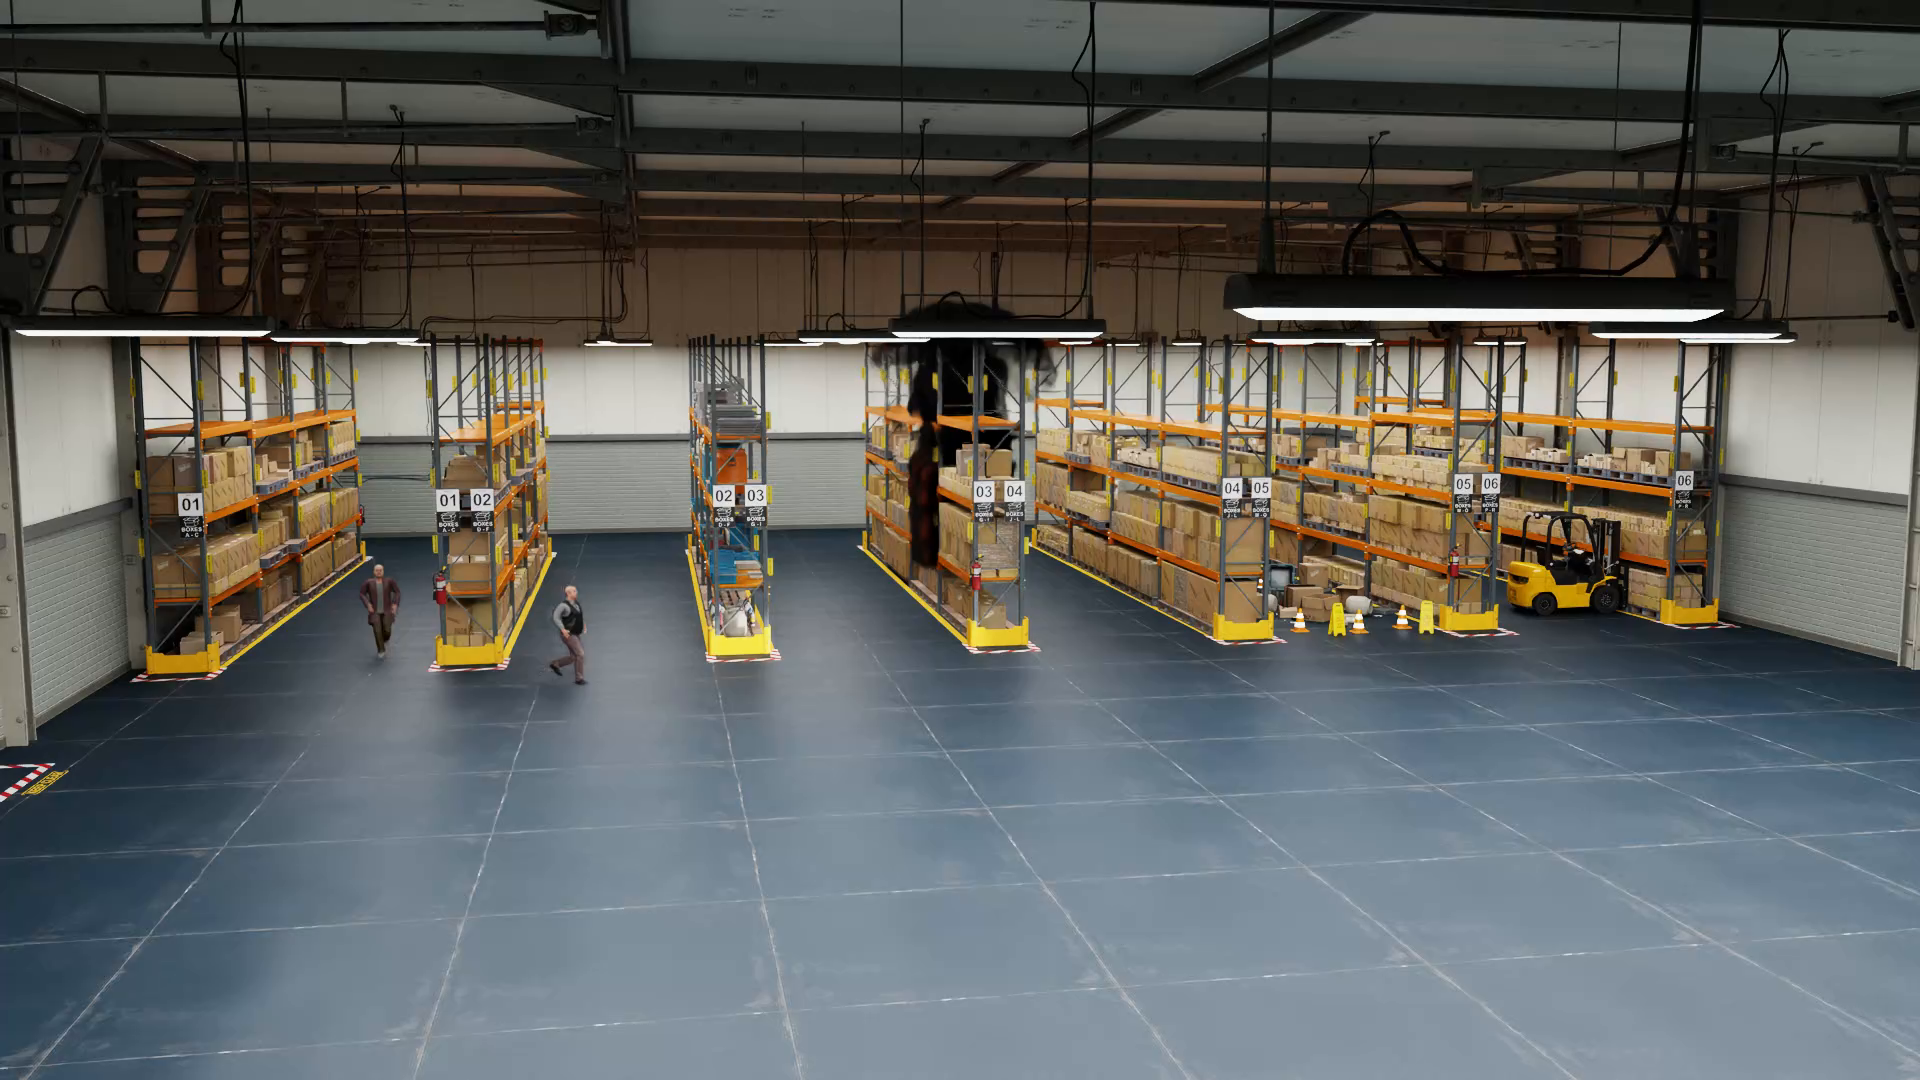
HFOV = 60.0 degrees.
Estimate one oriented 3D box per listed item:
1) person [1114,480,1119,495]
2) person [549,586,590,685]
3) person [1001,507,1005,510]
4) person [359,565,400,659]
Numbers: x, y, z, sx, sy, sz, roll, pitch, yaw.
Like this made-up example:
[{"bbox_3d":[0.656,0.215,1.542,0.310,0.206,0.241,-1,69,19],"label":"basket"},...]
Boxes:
[{"bbox_3d":[4.718,-0.902,50.293,0.778,1.843,0.627,-1,7,-8],"label":"person"},{"bbox_3d":[-6.726,1.647,28.526,0.812,1.739,0.679,2,7,15],"label":"person"},{"bbox_3d":[1.422,-0.375,45.758,0.686,1.743,0.669,0,7,-2],"label":"person"},{"bbox_3d":[-10.805,1.318,31.024,0.721,1.743,0.668,-3,7,-24],"label":"person"}]
